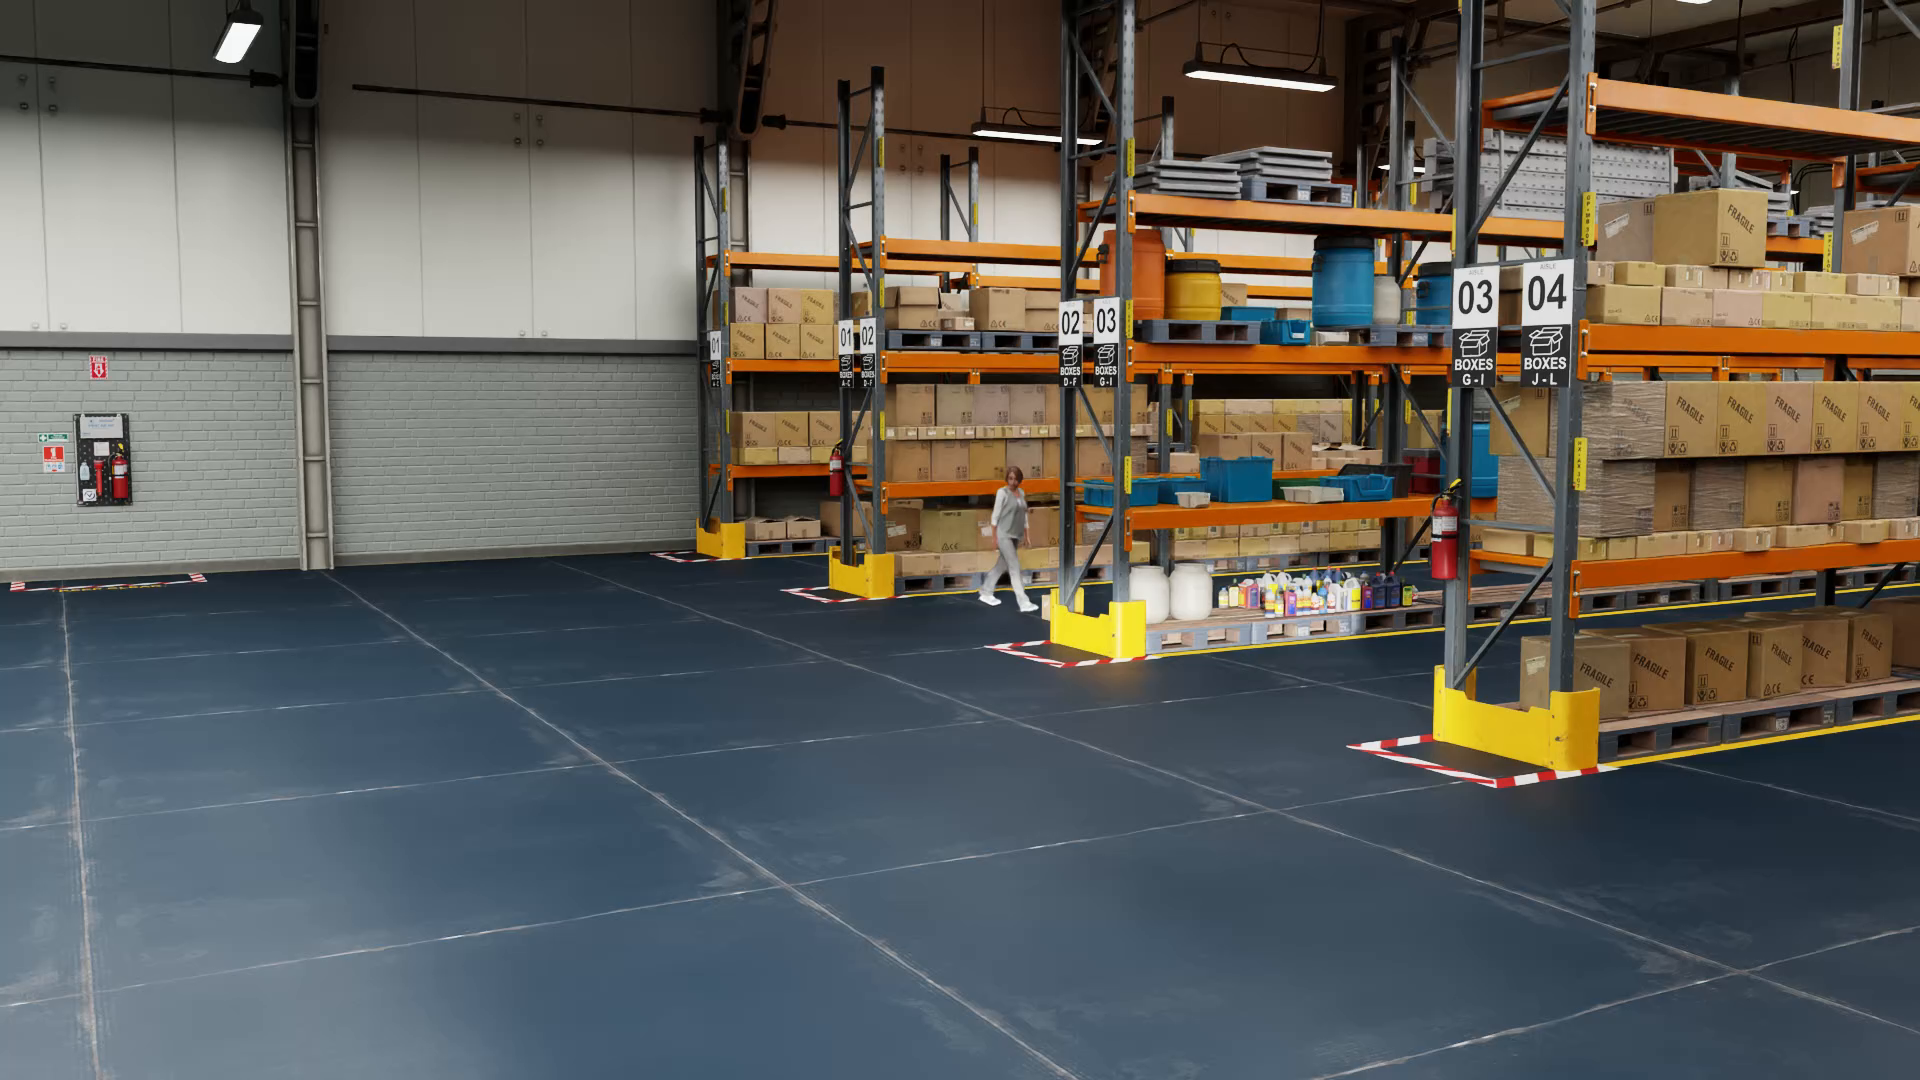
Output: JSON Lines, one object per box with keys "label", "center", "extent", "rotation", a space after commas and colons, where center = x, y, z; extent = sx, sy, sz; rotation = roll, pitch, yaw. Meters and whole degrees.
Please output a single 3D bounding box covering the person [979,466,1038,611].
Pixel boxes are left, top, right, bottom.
{"label": "person", "center": [0.542, -0.027, 17.874], "extent": [0.933, 1.542, 0.425], "rotation": [5, 7, 41]}
